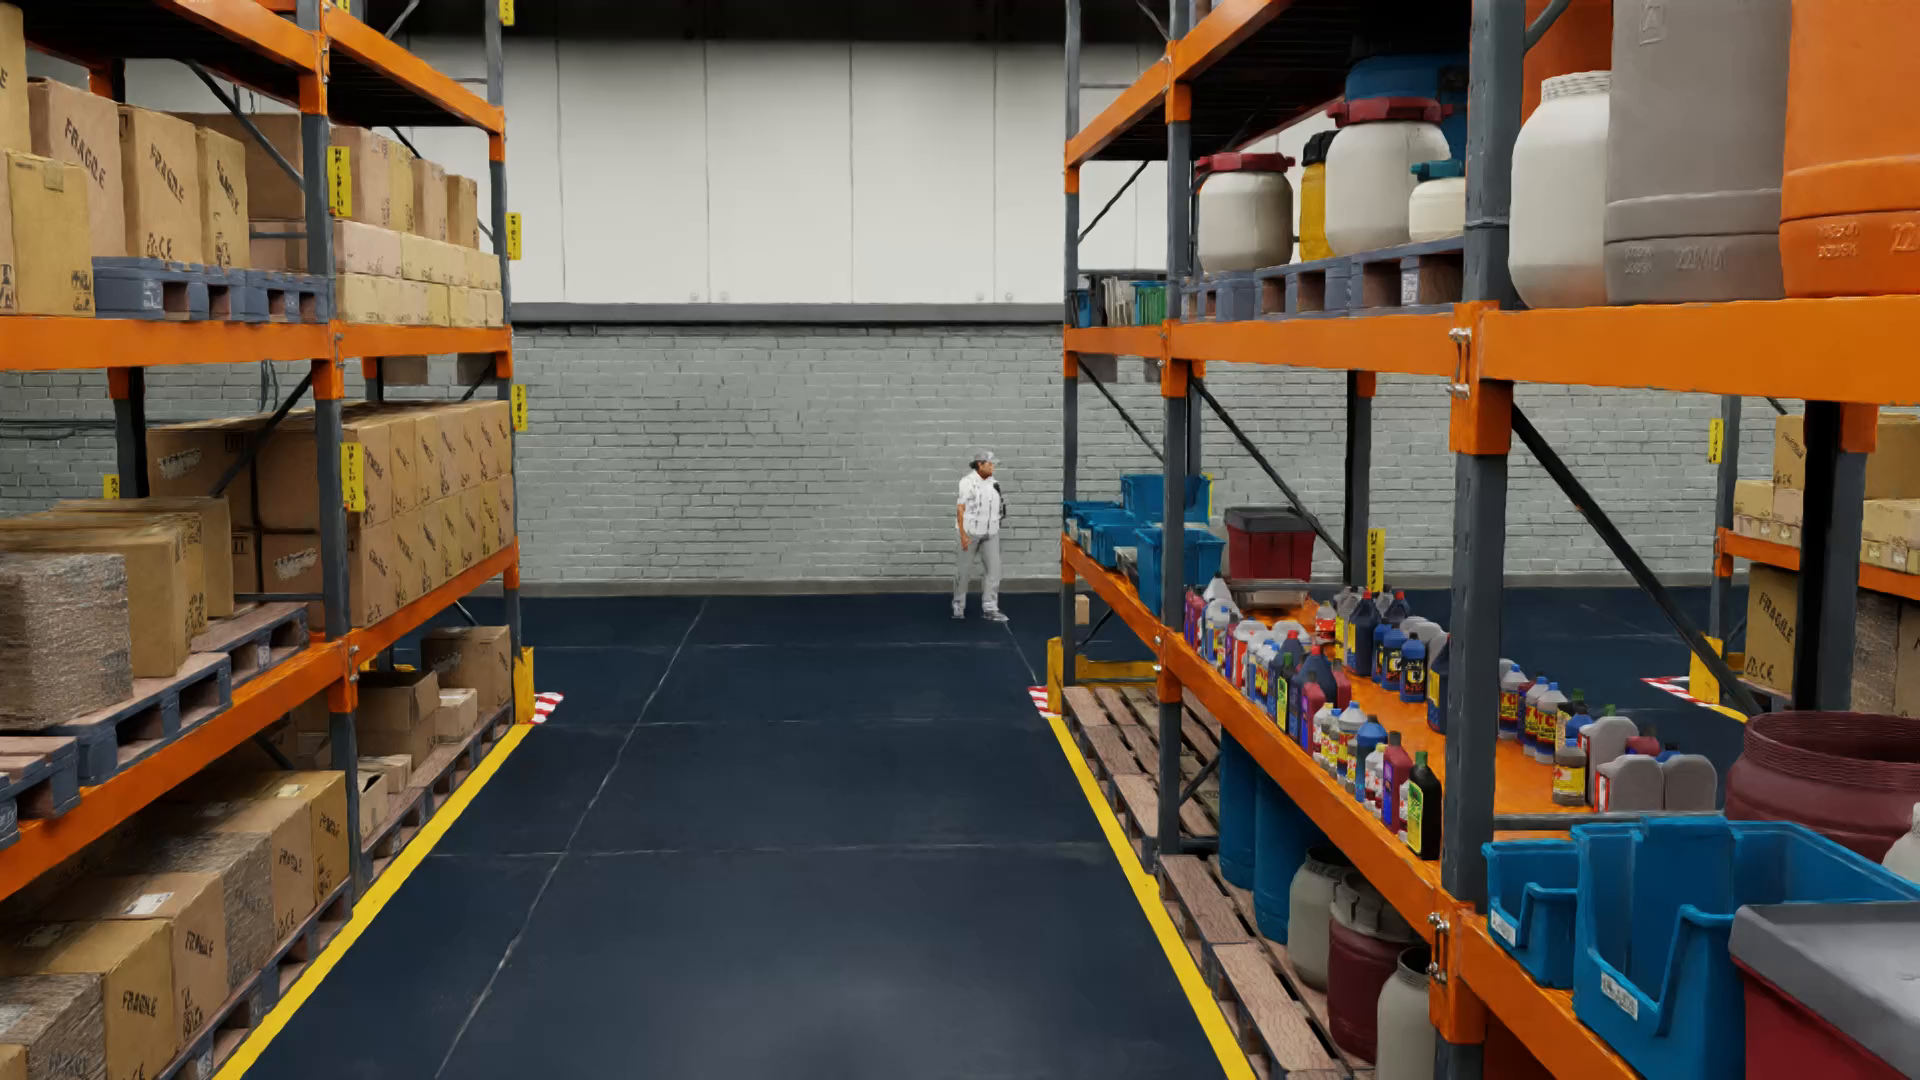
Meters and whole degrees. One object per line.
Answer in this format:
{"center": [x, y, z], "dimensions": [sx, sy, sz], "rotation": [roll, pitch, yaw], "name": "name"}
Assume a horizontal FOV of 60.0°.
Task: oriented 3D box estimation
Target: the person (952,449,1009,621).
{"center": [0.181, -0.050, 16.143], "dimensions": [0.505, 1.666, 0.523], "rotation": [-5, 8, -35], "name": "person"}
